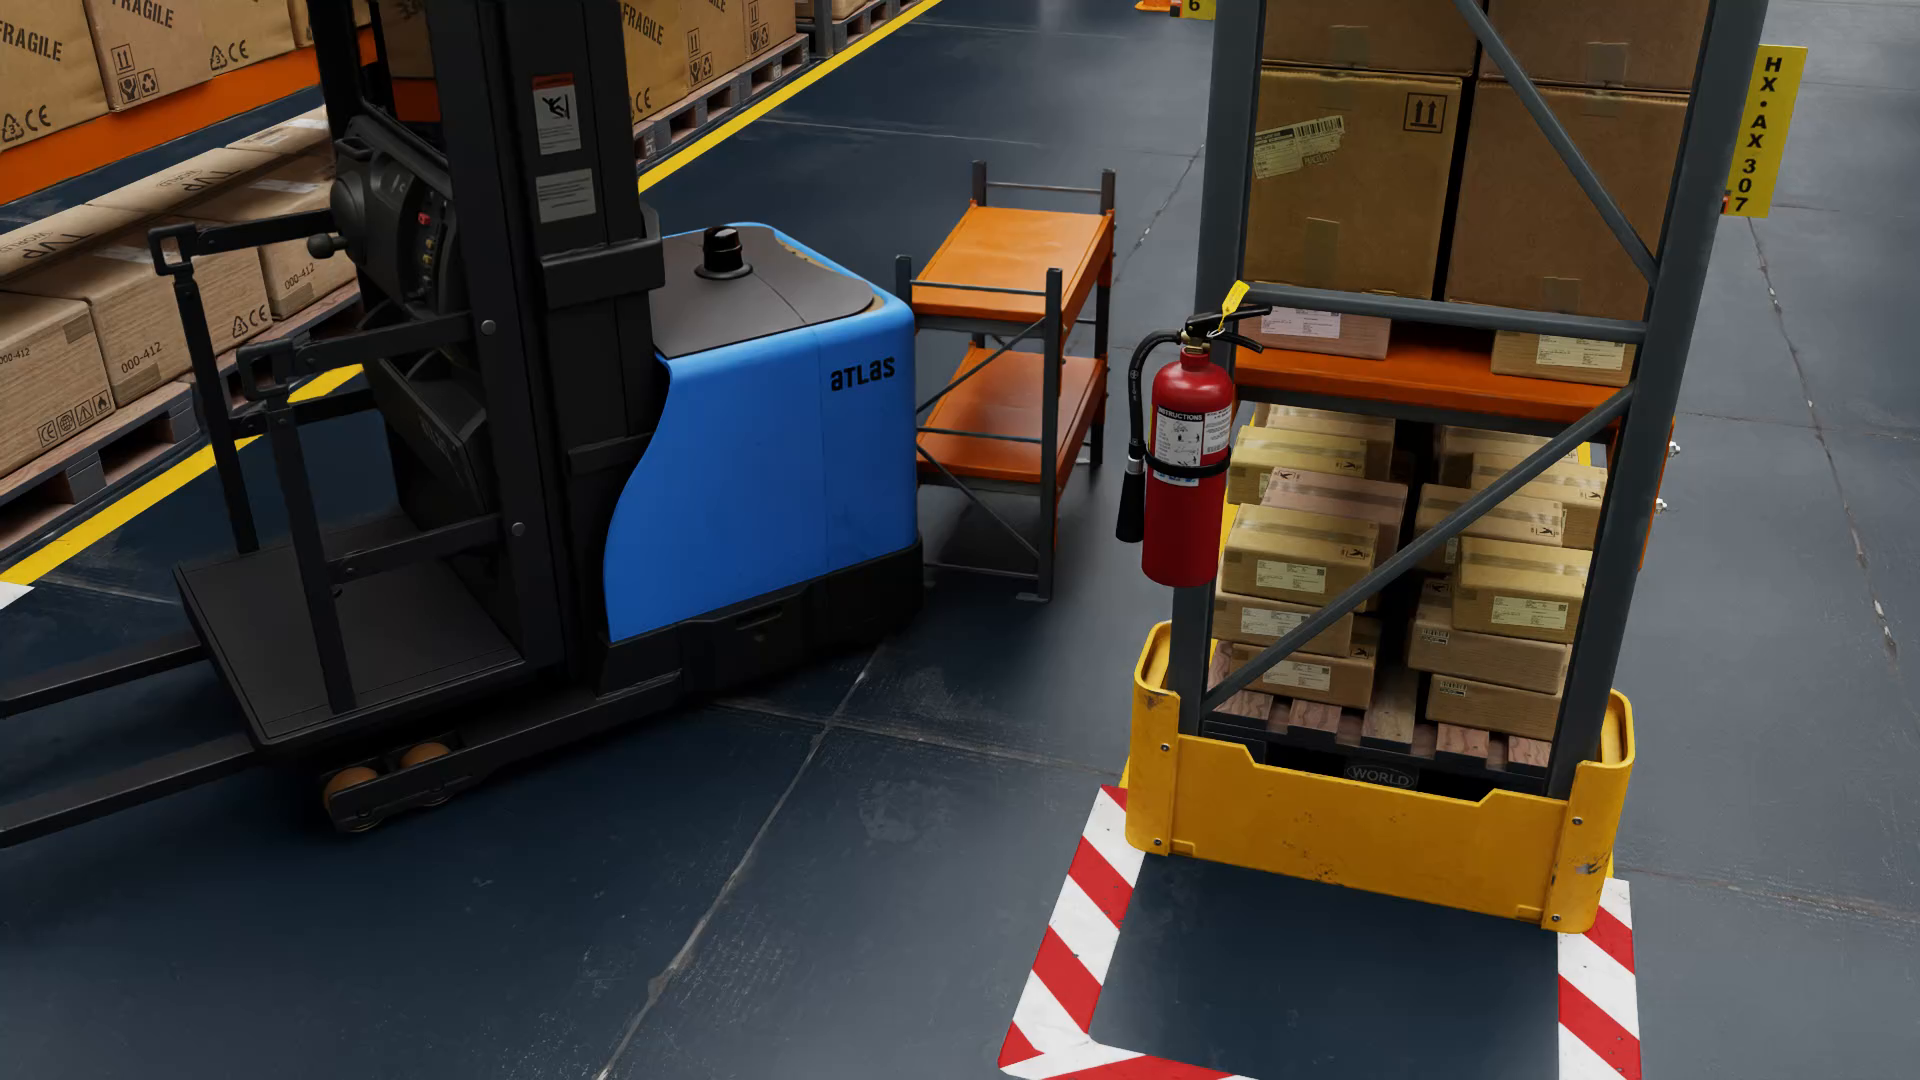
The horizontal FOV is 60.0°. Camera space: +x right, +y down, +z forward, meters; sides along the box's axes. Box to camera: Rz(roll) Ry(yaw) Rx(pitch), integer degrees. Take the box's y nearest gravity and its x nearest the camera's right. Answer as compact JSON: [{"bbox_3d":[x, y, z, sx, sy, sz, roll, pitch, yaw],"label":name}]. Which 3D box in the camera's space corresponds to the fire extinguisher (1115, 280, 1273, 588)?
[{"bbox_3d":[0.488,-0.227,3.536,0.296,0.674,0.183,8,30,15],"label":"fire extinguisher"}]

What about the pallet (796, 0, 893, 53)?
[{"bbox_3d":[-1.180,-3.997,12.717,1.003,0.211,1.213,8,30,15],"label":"pallet"}]

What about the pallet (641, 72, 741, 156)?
[{"bbox_3d":[-2.074,-2.713,10.410,1.003,0.211,1.213,8,30,15],"label":"pallet"}]

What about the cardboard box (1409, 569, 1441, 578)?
[{"bbox_3d":[1.524,0.005,4.850,0.380,0.149,0.250,9,30,16],"label":"cardboard box"}]

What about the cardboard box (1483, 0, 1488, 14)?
[{"bbox_3d":[1.530,-1.492,3.909,0.500,0.500,0.500,9,30,16],"label":"cardboard box"}]

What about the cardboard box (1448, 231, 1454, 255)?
[{"bbox_3d":[1.522,-0.851,4.452,0.380,0.149,0.250,10,31,17],"label":"cardboard box"}]

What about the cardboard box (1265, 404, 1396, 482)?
[{"bbox_3d":[1.136,-0.313,5.116,0.380,0.149,0.250,7,30,13],"label":"cardboard box"}]

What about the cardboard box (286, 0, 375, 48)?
[{"bbox_3d":[-2.756,-2.309,6.713,0.500,0.500,0.500,8,30,14],"label":"cardboard box"}]

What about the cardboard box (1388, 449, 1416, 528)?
[{"bbox_3d":[1.213,-0.181,5.184,0.380,0.149,0.250,8,30,14],"label":"cardboard box"}]

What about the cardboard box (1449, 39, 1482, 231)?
[{"bbox_3d":[1.531,-1.070,4.180,0.500,0.500,0.500,9,30,15],"label":"cardboard box"}]

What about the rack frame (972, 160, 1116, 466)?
[{"bbox_3d":[0.290,-0.805,6.041,0.500,1.125,0.032,7,30,12],"label":"rack frame"}]

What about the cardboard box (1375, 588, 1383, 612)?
[{"bbox_3d":[1.096,0.068,5.042,0.380,0.149,0.250,8,30,15],"label":"cardboard box"}]

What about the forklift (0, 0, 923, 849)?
[{"bbox_3d":[-1.625,-0.807,4.186,3.031,2.935,1.130,-18,34,-29],"label":"forklift"}]

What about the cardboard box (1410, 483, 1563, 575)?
[{"bbox_3d":[1.447,-0.013,4.576,0.380,0.149,0.250,9,30,16],"label":"cardboard box"}]

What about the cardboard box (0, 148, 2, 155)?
[{"bbox_3d":[-3.344,-1.360,5.007,0.500,0.500,0.500,8,30,14],"label":"cardboard box"}]

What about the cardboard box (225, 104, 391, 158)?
[{"bbox_3d":[-2.872,-1.781,8.069,0.875,0.438,0.875,8,30,14],"label":"cardboard box"}]

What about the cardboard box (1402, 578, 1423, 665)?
[{"bbox_3d":[1.461,0.256,4.705,0.380,0.149,0.250,8,30,15],"label":"cardboard box"}]

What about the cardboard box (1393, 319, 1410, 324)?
[{"bbox_3d":[0.937,-0.667,4.122,0.380,0.149,0.250,8,30,15],"label":"cardboard box"}]

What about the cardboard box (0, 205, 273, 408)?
[{"bbox_3d":[-3.400,-0.946,6.568,0.875,0.438,0.875,9,30,16],"label":"cardboard box"}]

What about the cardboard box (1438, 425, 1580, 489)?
[{"bbox_3d":[1.637,-0.239,4.983,0.380,0.149,0.250,7,30,12],"label":"cardboard box"}]

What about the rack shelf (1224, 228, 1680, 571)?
[{"bbox_3d":[1.590,-1.090,5.364,1.077,0.370,4.000,8,30,15],"label":"rack shelf"}]

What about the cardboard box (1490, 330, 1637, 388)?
[{"bbox_3d":[1.411,-0.469,3.766,0.380,0.149,0.250,8,30,14],"label":"cardboard box"}]

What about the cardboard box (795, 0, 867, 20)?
[{"bbox_3d":[-1.235,-4.149,12.393,0.950,0.372,0.625,6,30,11],"label":"cardboard box"}]

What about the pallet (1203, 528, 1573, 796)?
[{"bbox_3d":[1.297,0.336,4.929,1.003,0.211,1.213,8,30,15],"label":"pallet"}]

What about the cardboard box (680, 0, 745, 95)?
[{"bbox_3d":[-1.959,-3.384,10.502,0.875,0.875,0.875,9,30,15],"label":"cardboard box"}]

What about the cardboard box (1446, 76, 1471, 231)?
[{"bbox_3d":[1.045,-1.133,4.292,0.500,0.500,0.500,8,30,14],"label":"cardboard box"}]

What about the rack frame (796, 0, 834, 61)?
[{"bbox_3d":[-1.411,-4.852,11.387,1.000,3.000,0.127,8,30,15],"label":"rack frame"}]

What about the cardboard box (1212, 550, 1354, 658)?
[{"bbox_3d":[0.885,0.171,4.551,0.380,0.149,0.250,8,30,14],"label":"cardboard box"}]

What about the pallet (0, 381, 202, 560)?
[{"bbox_3d":[-3.599,-0.299,6.070,1.003,0.211,1.213,8,30,15],"label":"pallet"}]

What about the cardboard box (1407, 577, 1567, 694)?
[{"bbox_3d":[1.402,0.250,4.409,0.380,0.149,0.250,10,31,17],"label":"cardboard box"}]

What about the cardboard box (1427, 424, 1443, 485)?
[{"bbox_3d":[1.690,-0.236,5.283,0.380,0.149,0.250,7,30,12],"label":"cardboard box"}]

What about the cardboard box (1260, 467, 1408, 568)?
[{"bbox_3d":[1.045,-0.063,4.667,0.380,0.149,0.250,9,30,16],"label":"cardboard box"}]

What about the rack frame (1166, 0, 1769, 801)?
[{"bbox_3d":[1.003,-0.475,3.518,1.000,3.000,0.127,8,30,15],"label":"rack frame"}]

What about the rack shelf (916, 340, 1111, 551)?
[{"bbox_3d":[0.172,-0.351,5.727,0.538,0.278,1.000,7,30,12],"label":"rack shelf"}]

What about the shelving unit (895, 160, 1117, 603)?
[{"bbox_3d":[0.172,-0.565,5.609,0.538,1.125,1.048,7,30,12],"label":"shelving unit"}]

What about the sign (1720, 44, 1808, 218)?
[{"bbox_3d":[1.521,-0.776,3.169,0.100,0.325,0.005,8,30,15],"label":"sign"}]

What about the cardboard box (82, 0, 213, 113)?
[{"bbox_3d":[-3.055,-1.833,5.857,0.500,0.500,0.500,8,30,15],"label":"cardboard box"}]

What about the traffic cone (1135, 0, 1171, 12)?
[{"bbox_3d":[1.609,-4.549,13.451,0.336,0.463,0.334,8,30,15],"label":"traffic cone"}]
